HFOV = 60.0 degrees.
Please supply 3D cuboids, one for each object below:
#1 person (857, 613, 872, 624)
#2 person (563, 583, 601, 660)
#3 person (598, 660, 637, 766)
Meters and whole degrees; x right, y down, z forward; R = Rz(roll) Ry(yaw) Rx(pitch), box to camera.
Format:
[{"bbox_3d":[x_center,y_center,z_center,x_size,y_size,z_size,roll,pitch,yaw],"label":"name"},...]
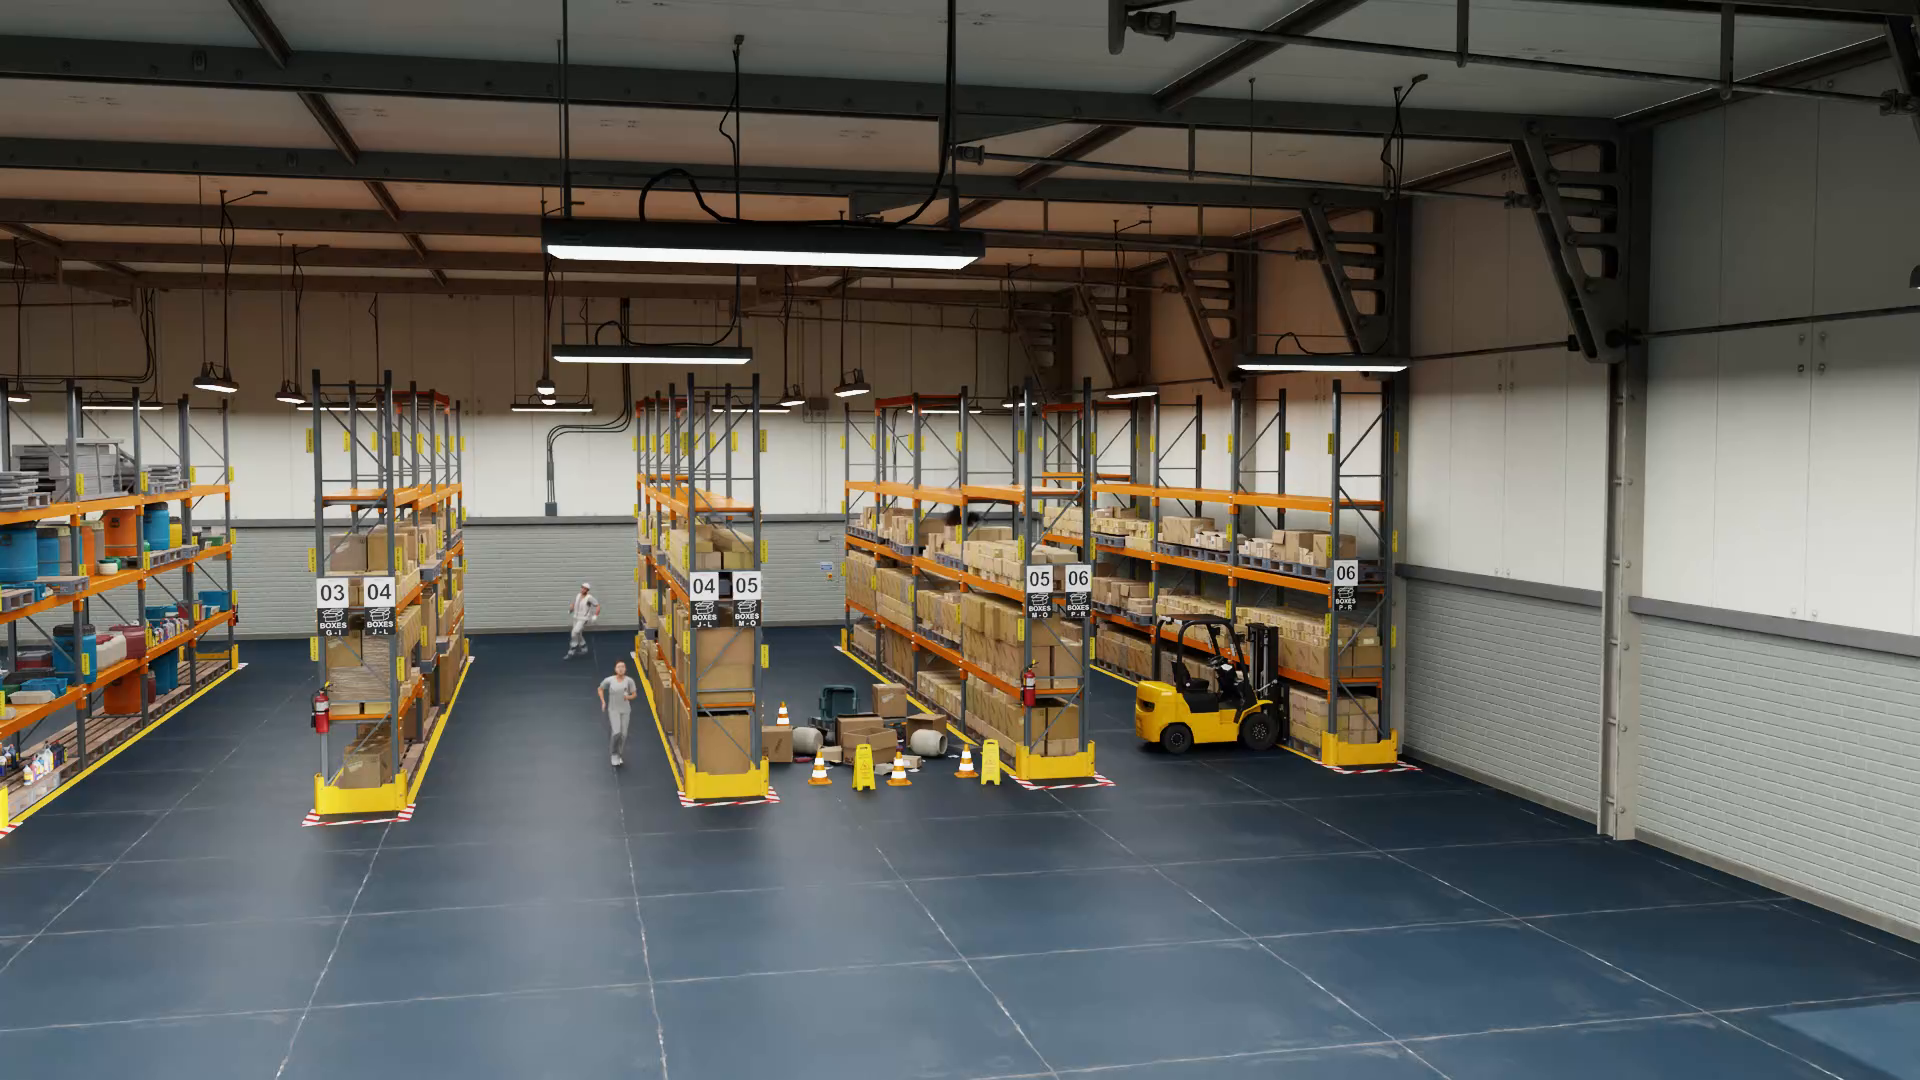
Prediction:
[{"bbox_3d":[-2.342,1.832,41.806,0.546,1.527,0.632,1,3,11],"label":"person"},{"bbox_3d":[-8.863,1.886,38.713,0.715,1.775,0.827,2,4,36],"label":"person"},{"bbox_3d":[-5.279,2.673,25.760,0.552,1.639,0.613,-1,4,-24],"label":"person"}]
